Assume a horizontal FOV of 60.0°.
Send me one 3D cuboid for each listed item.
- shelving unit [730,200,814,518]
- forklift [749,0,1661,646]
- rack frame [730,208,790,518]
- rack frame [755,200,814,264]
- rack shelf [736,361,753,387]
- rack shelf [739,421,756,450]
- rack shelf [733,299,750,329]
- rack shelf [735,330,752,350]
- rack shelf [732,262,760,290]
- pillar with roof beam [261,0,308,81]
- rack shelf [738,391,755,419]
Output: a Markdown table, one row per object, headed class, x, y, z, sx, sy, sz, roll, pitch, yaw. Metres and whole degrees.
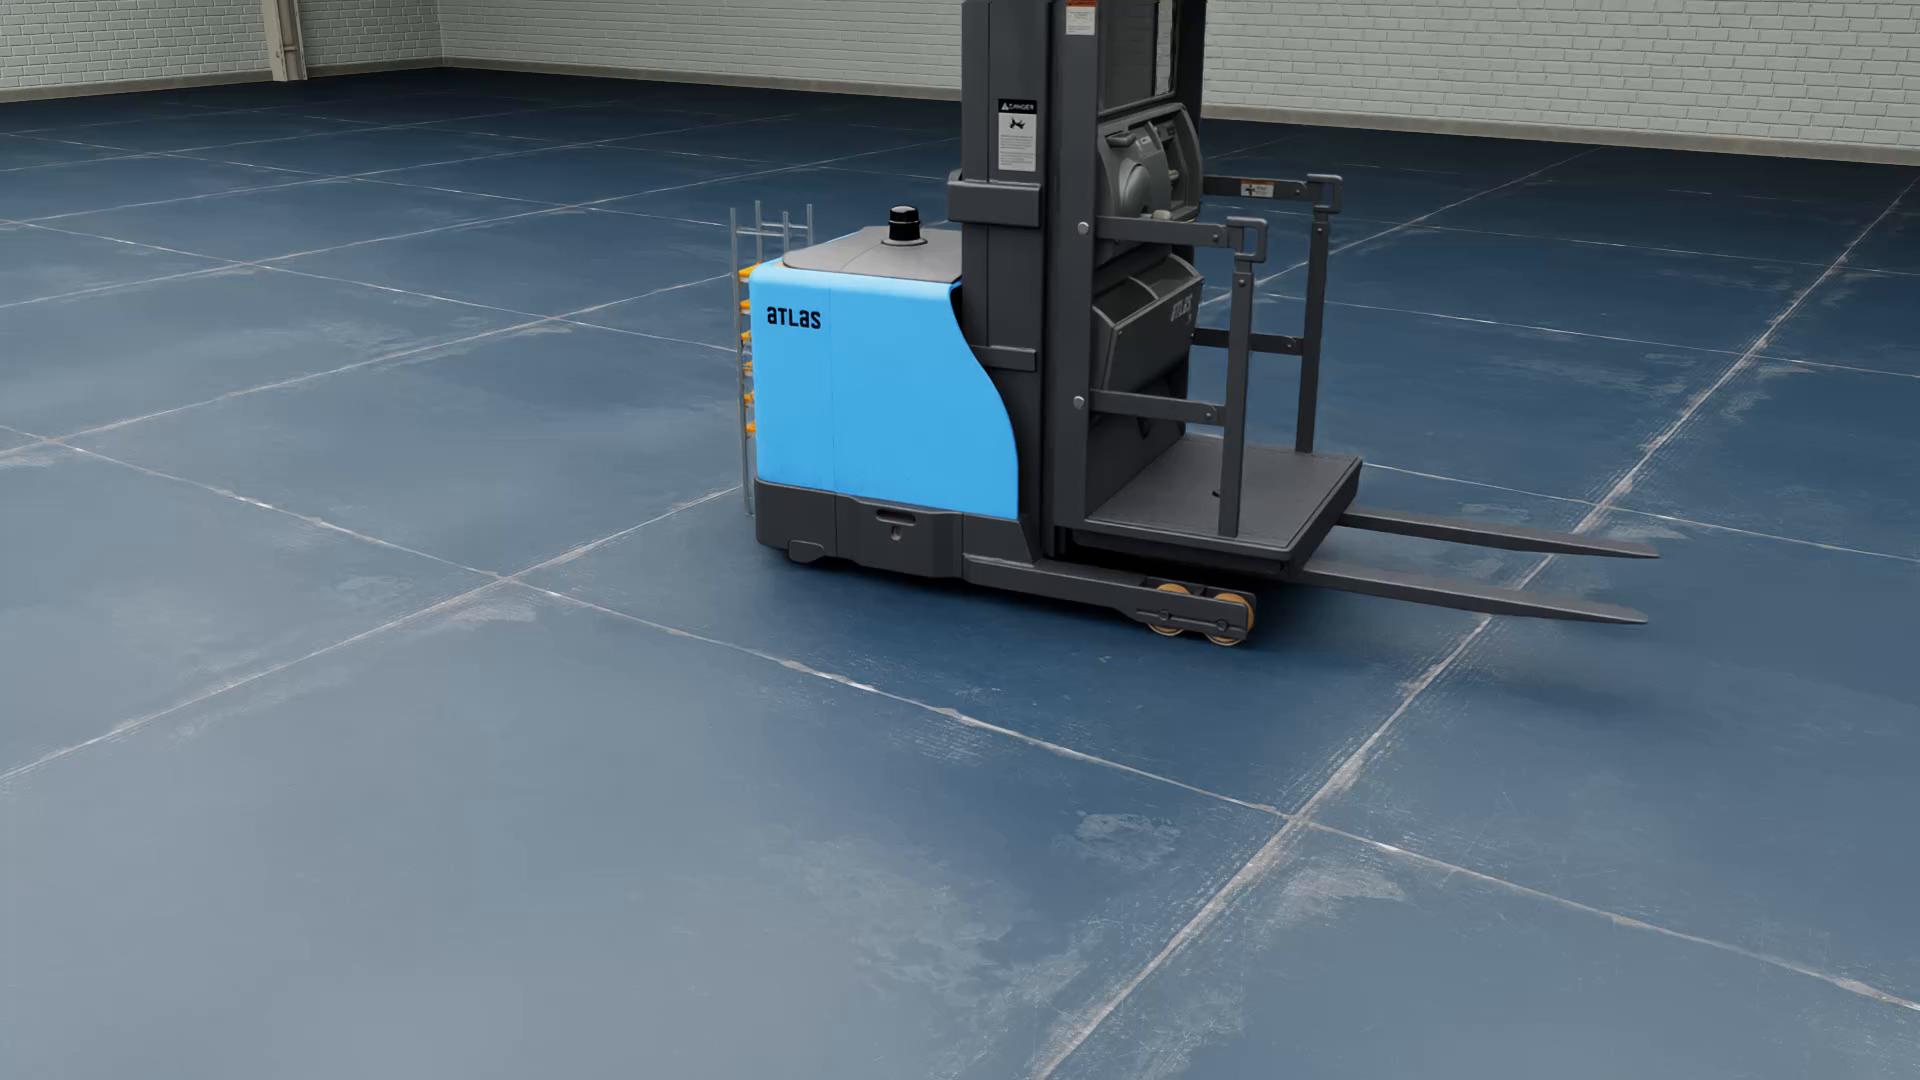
| class | x | y | z | sx | sy | sz | roll | pitch | yaw |
| --- | --- | --- | --- | --- | --- | --- | --- | --- | --- |
| shelving unit | -0.696 | -0.670 | 6.347 | 0.258 | 1.200 | 0.189 | 9 | 22 | 22 |
| forklift | 0.815 | -1.244 | 5.404 | 3.031 | 2.935 | 1.130 | 9 | 22 | 23 |
| rack frame | -0.732 | -0.641 | 6.268 | 0.240 | 1.200 | 0.006 | 9 | 22 | 22 |
| rack frame | -0.660 | -0.699 | 6.426 | 0.240 | 1.200 | 0.006 | 9 | 22 | 22 |
| rack shelf | -0.696 | -0.628 | 6.362 | 0.258 | 0.103 | 0.180 | 9 | 22 | 22 |
| rack shelf | -0.696 | -0.403 | 6.446 | 0.258 | 0.103 | 0.180 | 9 | 22 | 22 |
| rack shelf | -0.696 | -0.853 | 6.279 | 0.258 | 0.103 | 0.180 | 9 | 22 | 22 |
| rack shelf | -0.696 | -0.741 | 6.321 | 0.258 | 0.103 | 0.180 | 9 | 22 | 22 |
| rack shelf | -0.696 | -0.966 | 6.237 | 0.258 | 0.103 | 0.180 | 9 | 22 | 22 |
| pillar with roof beam | -6.455 | -10.258 | 21.027 | 9.100 | 9.000 | 0.400 | 13 | 24 | 32 |
| rack shelf | -0.696 | -0.516 | 6.404 | 0.258 | 0.103 | 0.180 | 9 | 22 | 22 |
